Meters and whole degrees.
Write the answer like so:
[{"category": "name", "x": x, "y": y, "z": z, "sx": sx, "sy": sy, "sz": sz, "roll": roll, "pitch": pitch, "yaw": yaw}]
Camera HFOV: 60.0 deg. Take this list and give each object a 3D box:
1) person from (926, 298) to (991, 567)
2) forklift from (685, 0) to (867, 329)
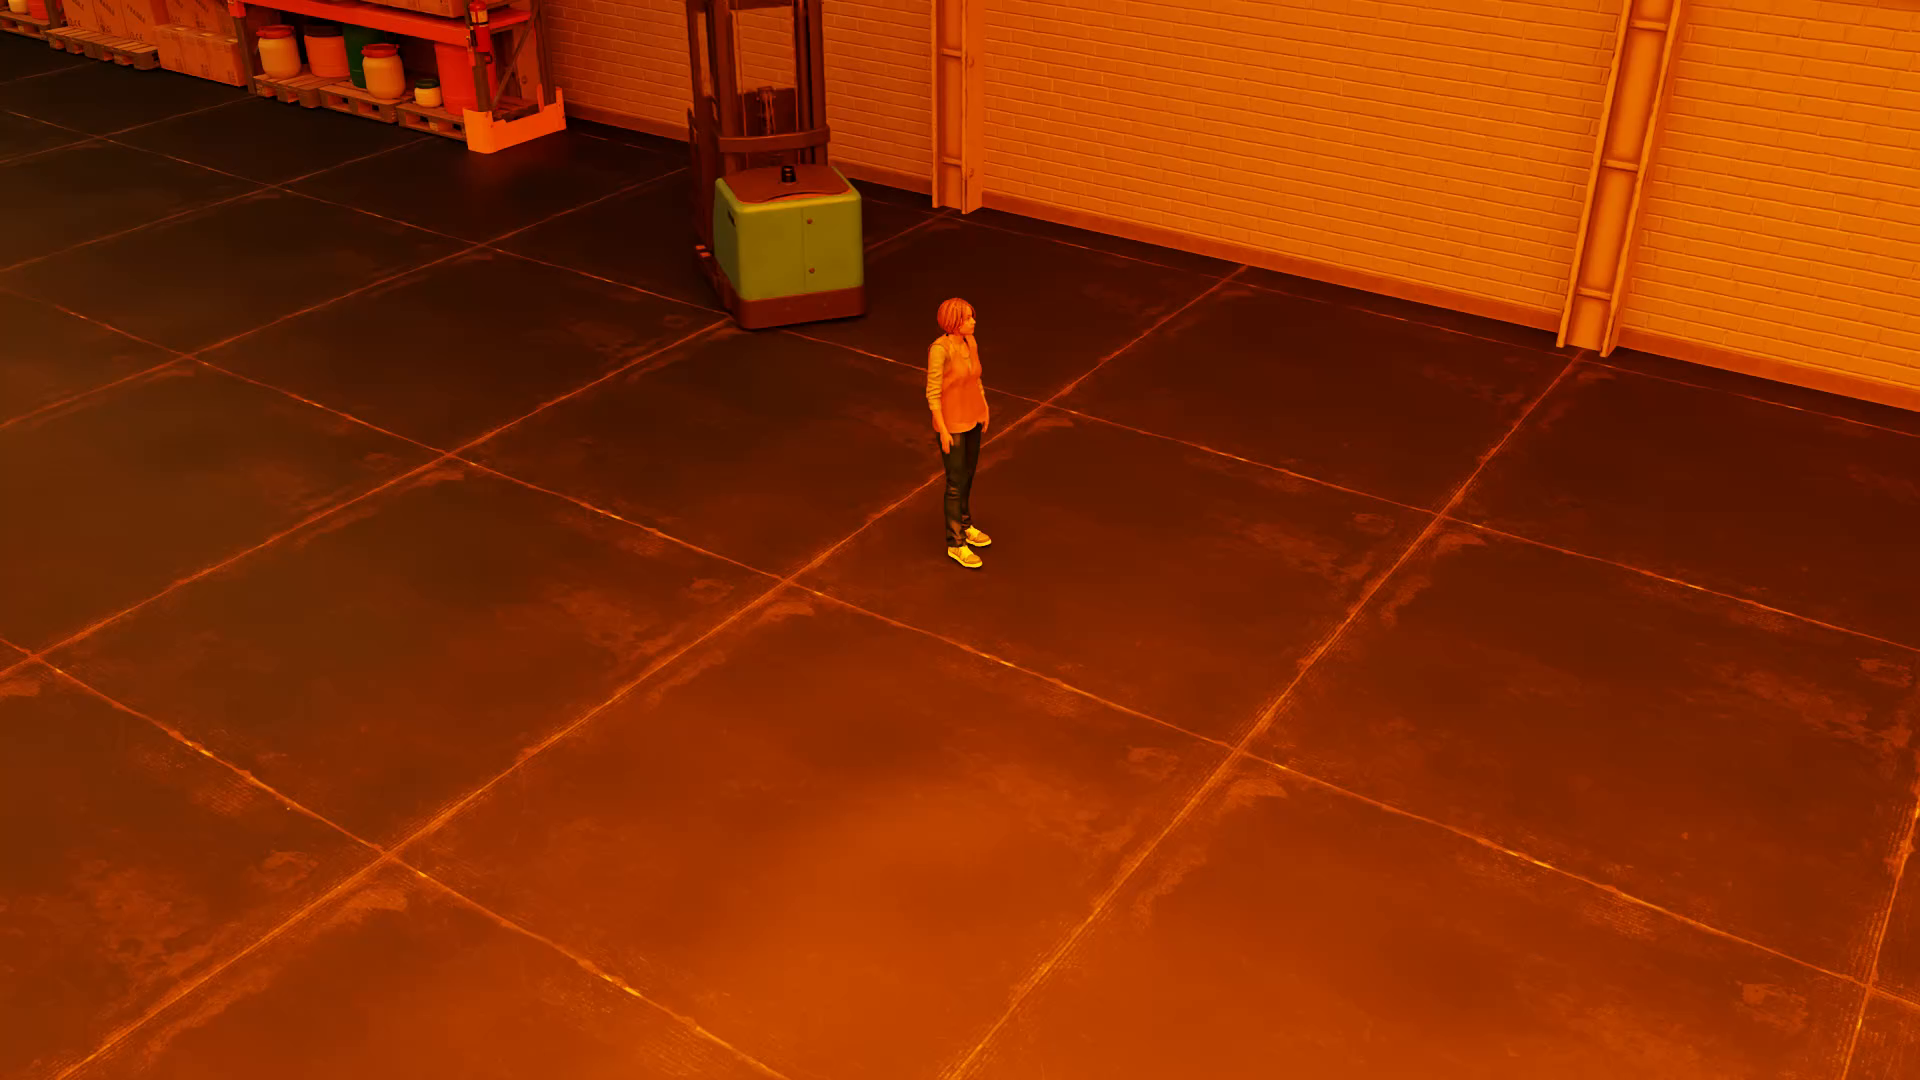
[{"category": "person", "x": 0.054, "y": -0.670, "z": 10.050, "sx": 0.473, "sy": 1.599, "sz": 0.521, "roll": 19, "pitch": 35, "yaw": 29}, {"category": "forklift", "x": -1.728, "y": -3.675, "z": 13.910, "sx": 1.130, "sy": 2.935, "sz": 3.031, "roll": -10, "pitch": 32, "yaw": -17}]
